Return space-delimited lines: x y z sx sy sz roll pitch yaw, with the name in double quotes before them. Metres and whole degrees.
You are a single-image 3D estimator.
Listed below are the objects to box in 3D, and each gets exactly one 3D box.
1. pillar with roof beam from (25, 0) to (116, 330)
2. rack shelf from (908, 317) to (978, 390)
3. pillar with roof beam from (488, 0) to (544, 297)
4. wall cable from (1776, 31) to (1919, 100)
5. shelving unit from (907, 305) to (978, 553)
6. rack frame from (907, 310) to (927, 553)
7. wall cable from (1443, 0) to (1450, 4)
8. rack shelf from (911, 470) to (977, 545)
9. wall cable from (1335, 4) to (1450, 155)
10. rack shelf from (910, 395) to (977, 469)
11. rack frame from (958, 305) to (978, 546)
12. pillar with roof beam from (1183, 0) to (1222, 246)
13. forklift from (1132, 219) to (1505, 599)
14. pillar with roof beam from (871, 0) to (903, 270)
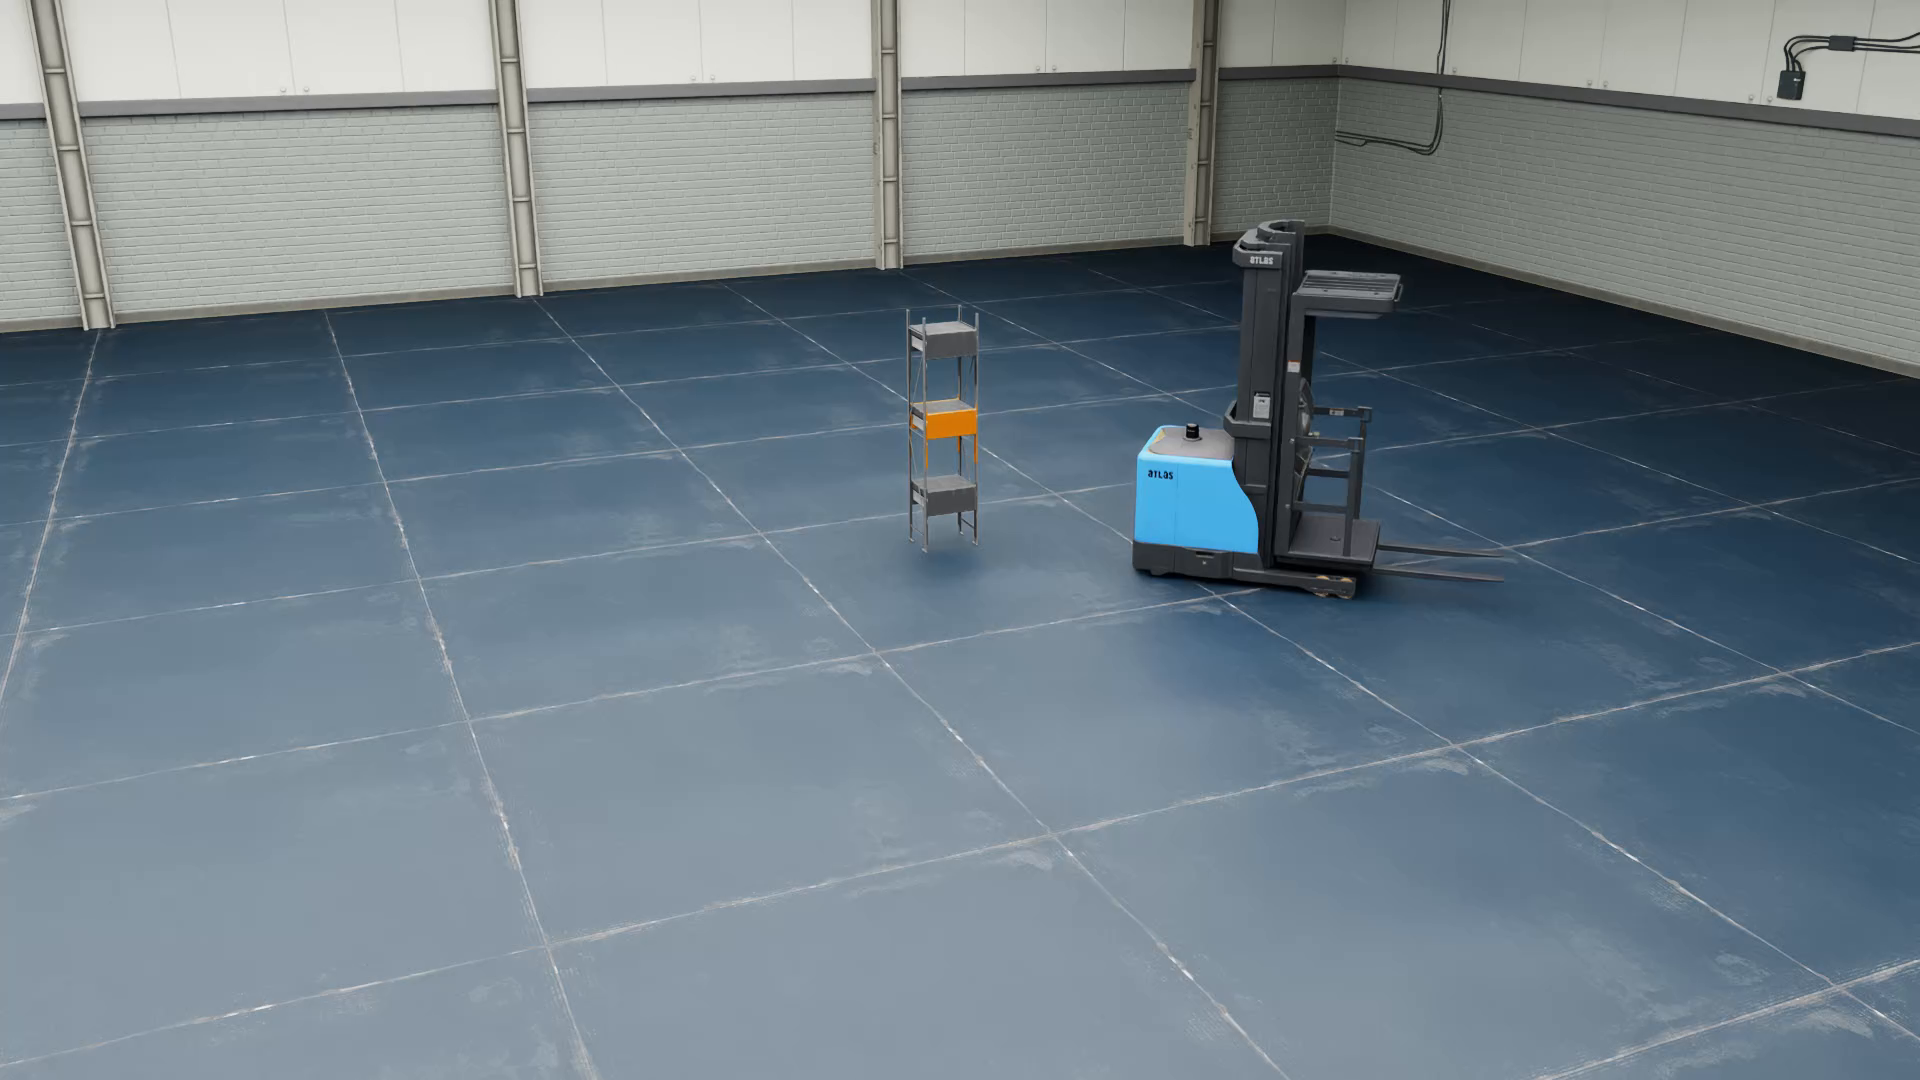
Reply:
"pillar with roof beam" -10.509 -5.959 18.396 0.400 9.000 9.100 -8 21 -22
"rack shelf" -0.152 -1.616 14.384 0.480 0.518 0.431 -8 21 -22
"pillar with roof beam" -5.000 -6.748 20.638 0.400 9.000 9.100 -8 21 -22
"wall cable" 11.288 -8.331 20.012 0.169 6.003 2.305 -8 21 -22
"shelving unit" -0.152 -0.969 14.611 0.503 2.100 0.431 -8 21 -22
"rack frame" -0.376 -0.937 14.520 0.015 2.100 0.400 -8 21 -22
"wall cable" 8.614 -9.716 26.139 0.112 2.526 3.097 -8 21 -22
"rack shelf" -0.152 -0.295 14.848 0.480 0.518 0.431 -8 21 -22
"wall cable" 7.542 -8.159 29.321 0.112 2.526 3.097 -8 21 -22
"rack shelf" -0.152 -0.956 14.616 0.480 0.518 0.431 -8 21 -22
"rack frame" 0.072 -1.001 14.703 0.015 2.100 0.400 -8 21 -22
"pillar with roof beam" 6.019 -8.327 25.121 0.400 9.000 9.100 -8 21 -22
"forklift" 3.044 -1.096 13.723 3.031 2.935 1.130 6 20 16
"pillar with roof beam" 0.509 -7.537 22.880 0.400 9.000 9.100 -8 21 -22
